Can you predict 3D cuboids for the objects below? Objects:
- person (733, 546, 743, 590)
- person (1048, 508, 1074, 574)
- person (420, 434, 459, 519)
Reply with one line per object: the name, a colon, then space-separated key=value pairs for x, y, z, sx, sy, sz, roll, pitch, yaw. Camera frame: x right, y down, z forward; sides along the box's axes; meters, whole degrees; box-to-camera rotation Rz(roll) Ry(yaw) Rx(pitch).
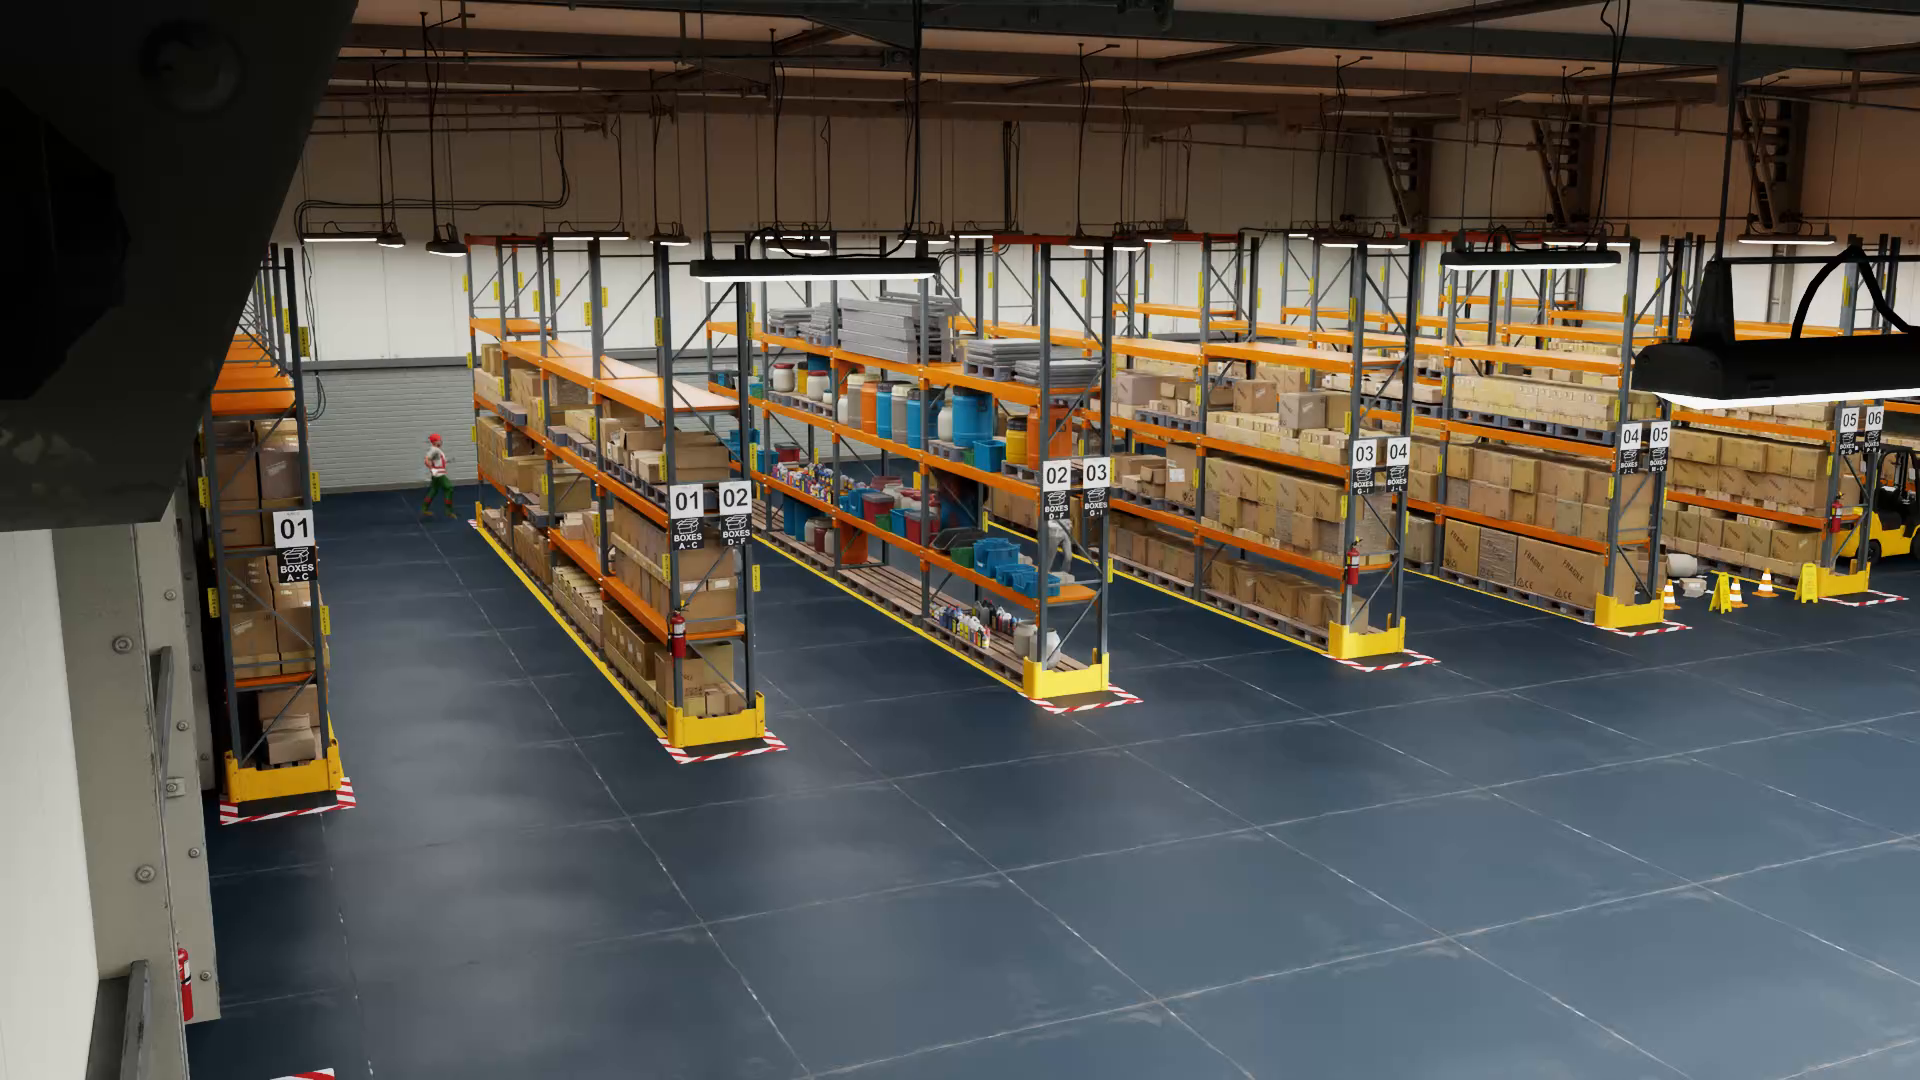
person: x=-3.913 y=0.250 z=28.207 sx=0.614 sy=1.392 sz=0.961 roll=-11 pitch=15 yaw=-43
person: x=1.649 y=0.012 z=27.264 sx=0.588 sy=1.779 sz=0.780 roll=-6 pitch=13 yaw=-29
person: x=-11.083 y=-1.336 z=35.280 sx=0.806 sy=1.846 sz=0.640 roll=-5 pitch=12 yaw=-26
